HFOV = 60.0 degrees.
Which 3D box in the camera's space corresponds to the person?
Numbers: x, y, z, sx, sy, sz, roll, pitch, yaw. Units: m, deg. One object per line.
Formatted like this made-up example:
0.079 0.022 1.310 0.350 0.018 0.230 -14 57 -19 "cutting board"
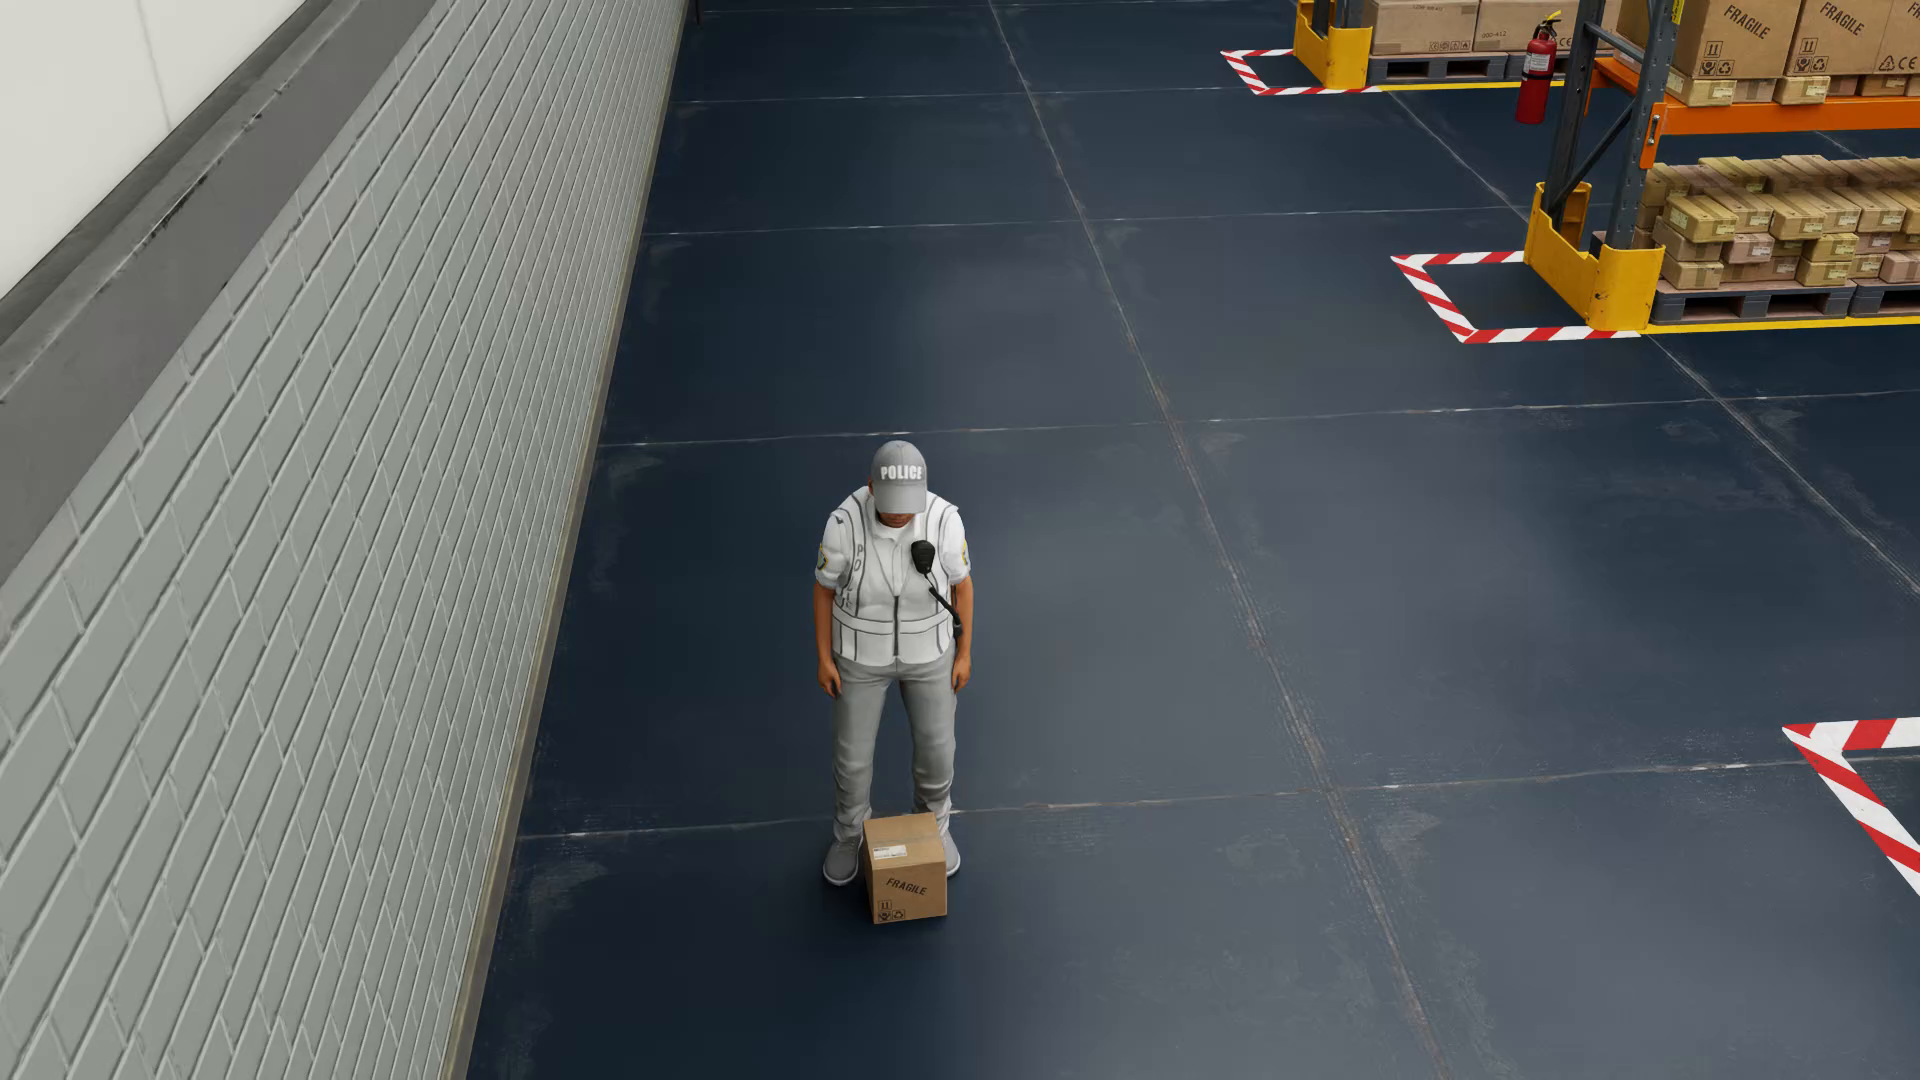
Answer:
-0.219 0.399 5.472 0.537 1.665 0.457 -3 31 -5 "person"
